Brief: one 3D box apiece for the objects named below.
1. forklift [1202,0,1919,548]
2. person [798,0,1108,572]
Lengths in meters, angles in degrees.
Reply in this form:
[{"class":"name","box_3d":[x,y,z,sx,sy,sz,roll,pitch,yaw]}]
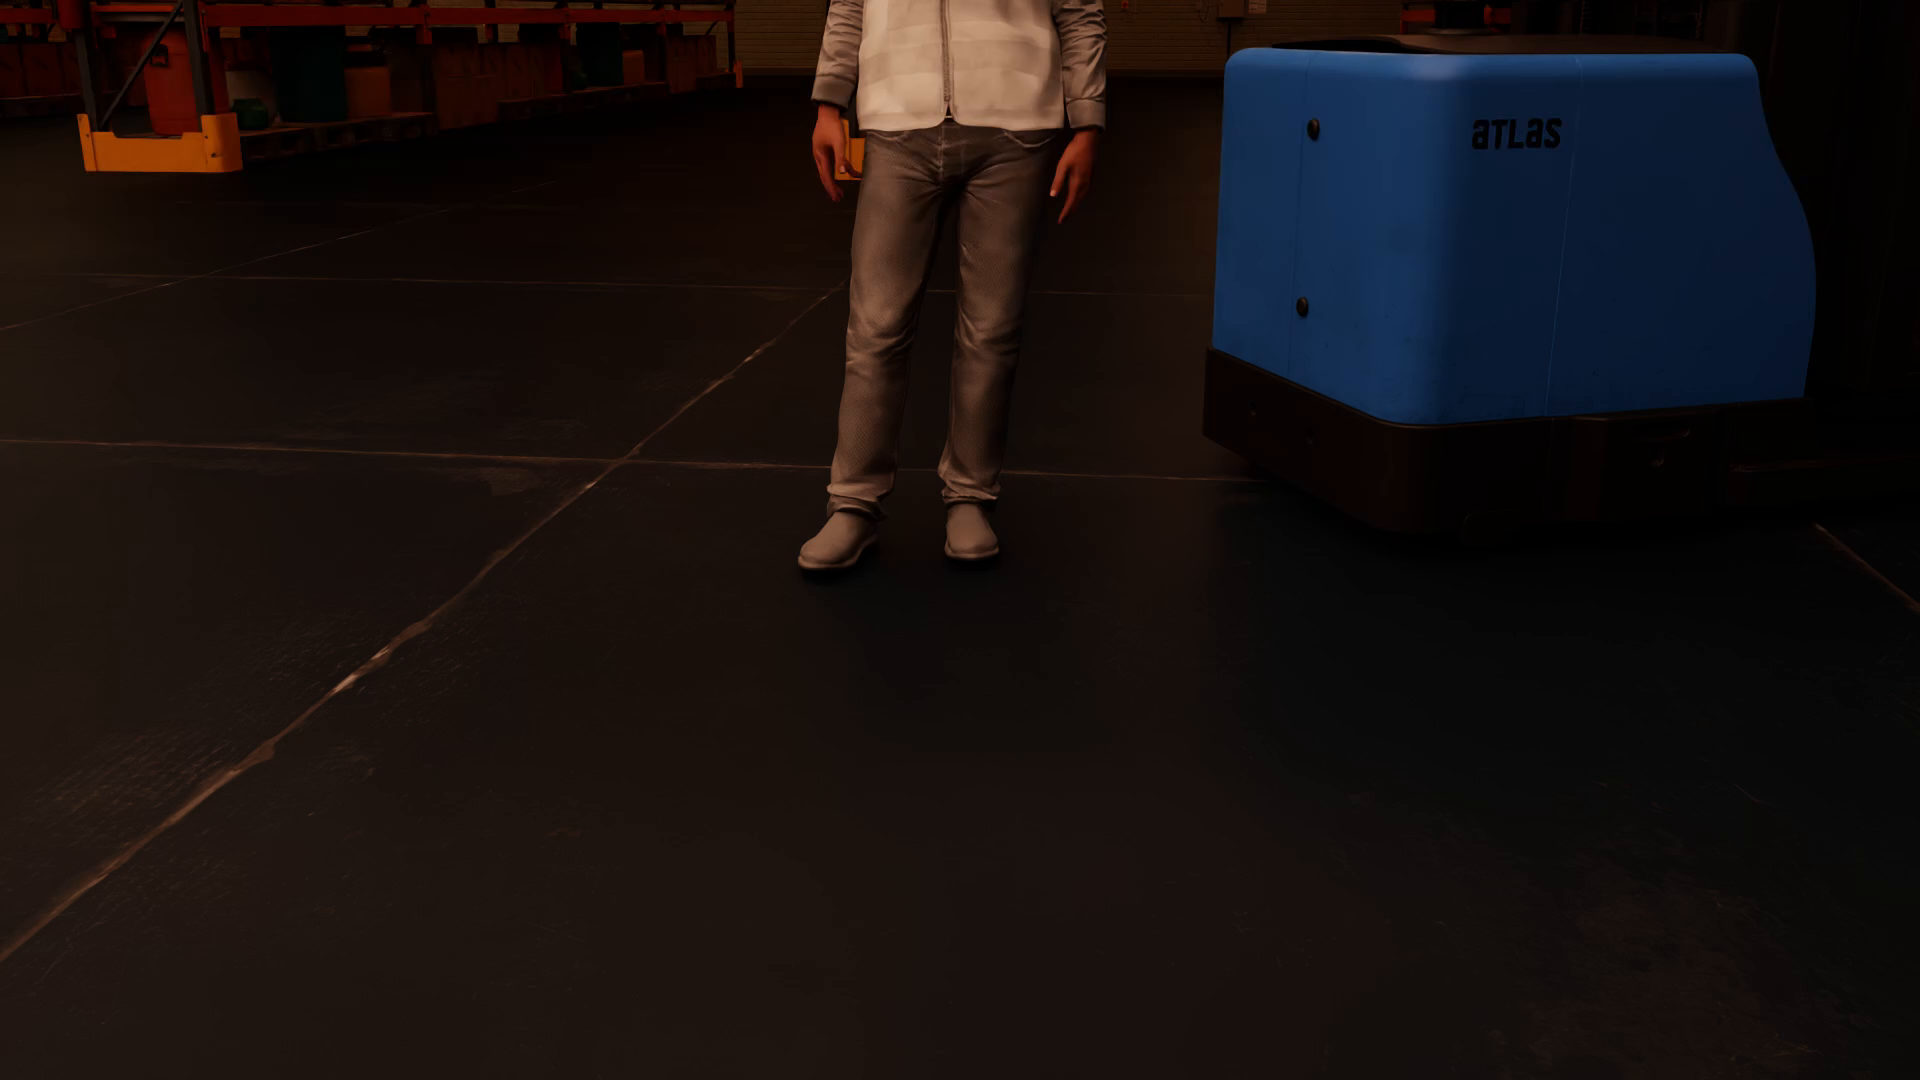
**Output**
[{"class":"forklift","box_3d":[2.231,-1.615,4.073,3.031,2.935,1.130,-5,18,-16]},{"class":"person","box_3d":[-0.015,-0.834,3.498,0.633,1.775,0.566,2,18,7]}]
